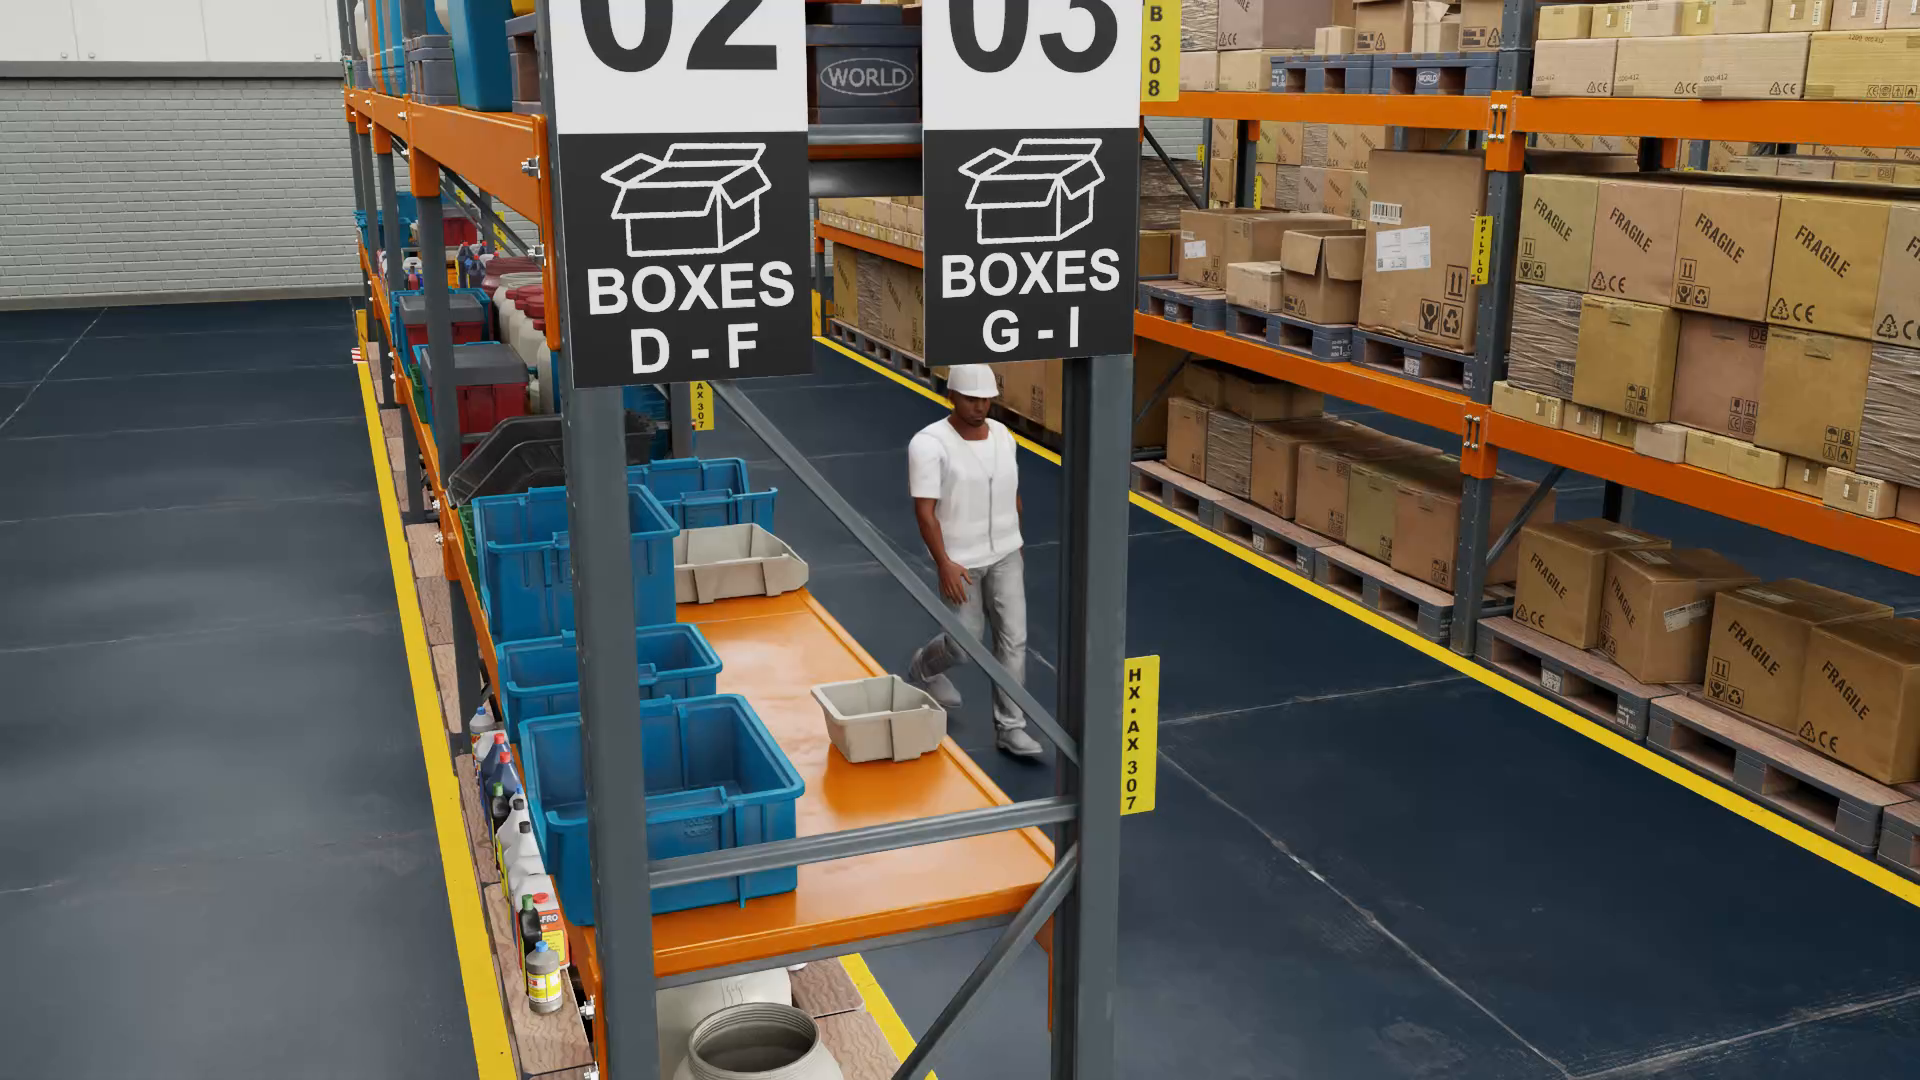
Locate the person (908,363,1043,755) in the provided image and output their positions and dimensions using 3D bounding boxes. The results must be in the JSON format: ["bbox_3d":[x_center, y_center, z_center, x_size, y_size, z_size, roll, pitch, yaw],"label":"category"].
[{"bbox_3d":[0.063,0.055,7.290,0.624,1.742,0.831,-8,17,-26],"label":"person"}]
